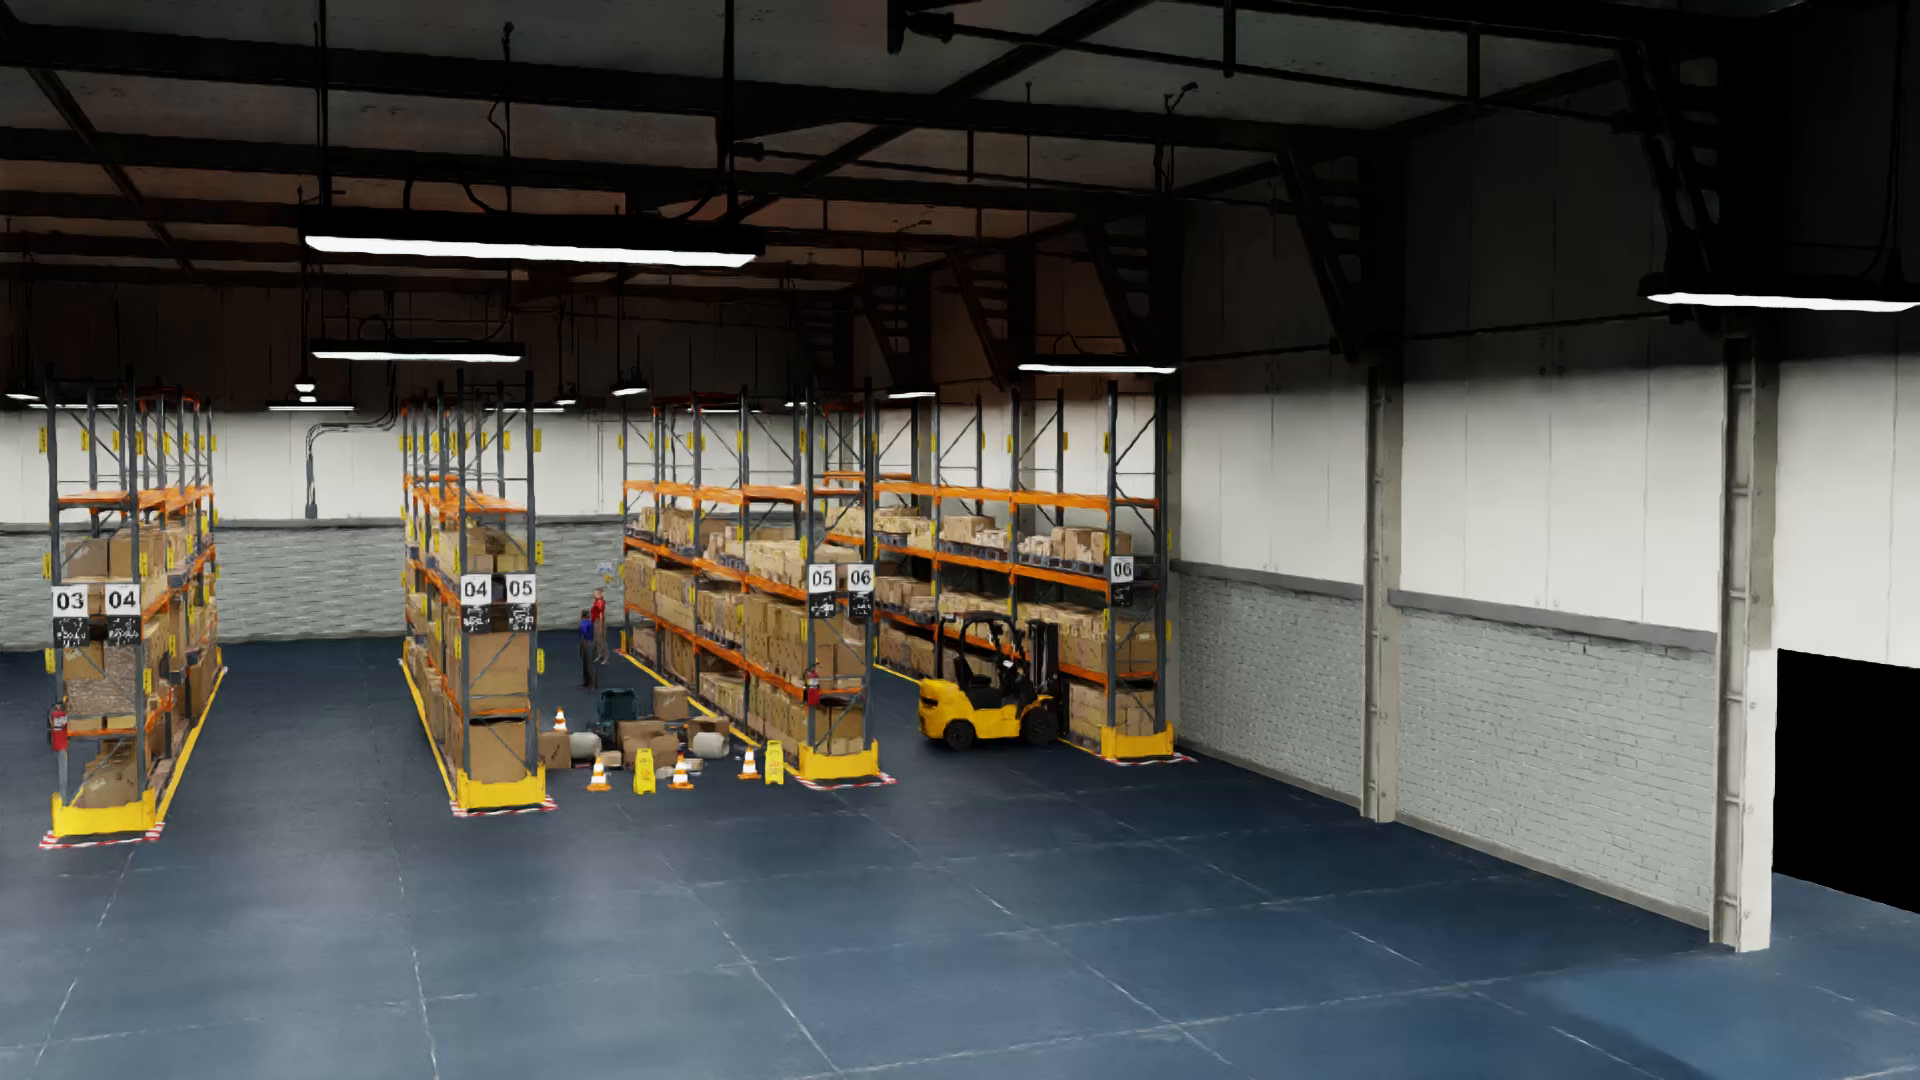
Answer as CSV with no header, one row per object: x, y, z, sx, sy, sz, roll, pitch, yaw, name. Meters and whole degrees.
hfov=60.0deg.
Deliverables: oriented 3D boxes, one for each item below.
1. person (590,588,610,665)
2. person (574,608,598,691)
-8.136,1.937,37.508,0.417,1.726,0.655,-1,3,-17,person
-7.575,2.195,33.674,0.556,1.650,0.588,0,3,4,person
